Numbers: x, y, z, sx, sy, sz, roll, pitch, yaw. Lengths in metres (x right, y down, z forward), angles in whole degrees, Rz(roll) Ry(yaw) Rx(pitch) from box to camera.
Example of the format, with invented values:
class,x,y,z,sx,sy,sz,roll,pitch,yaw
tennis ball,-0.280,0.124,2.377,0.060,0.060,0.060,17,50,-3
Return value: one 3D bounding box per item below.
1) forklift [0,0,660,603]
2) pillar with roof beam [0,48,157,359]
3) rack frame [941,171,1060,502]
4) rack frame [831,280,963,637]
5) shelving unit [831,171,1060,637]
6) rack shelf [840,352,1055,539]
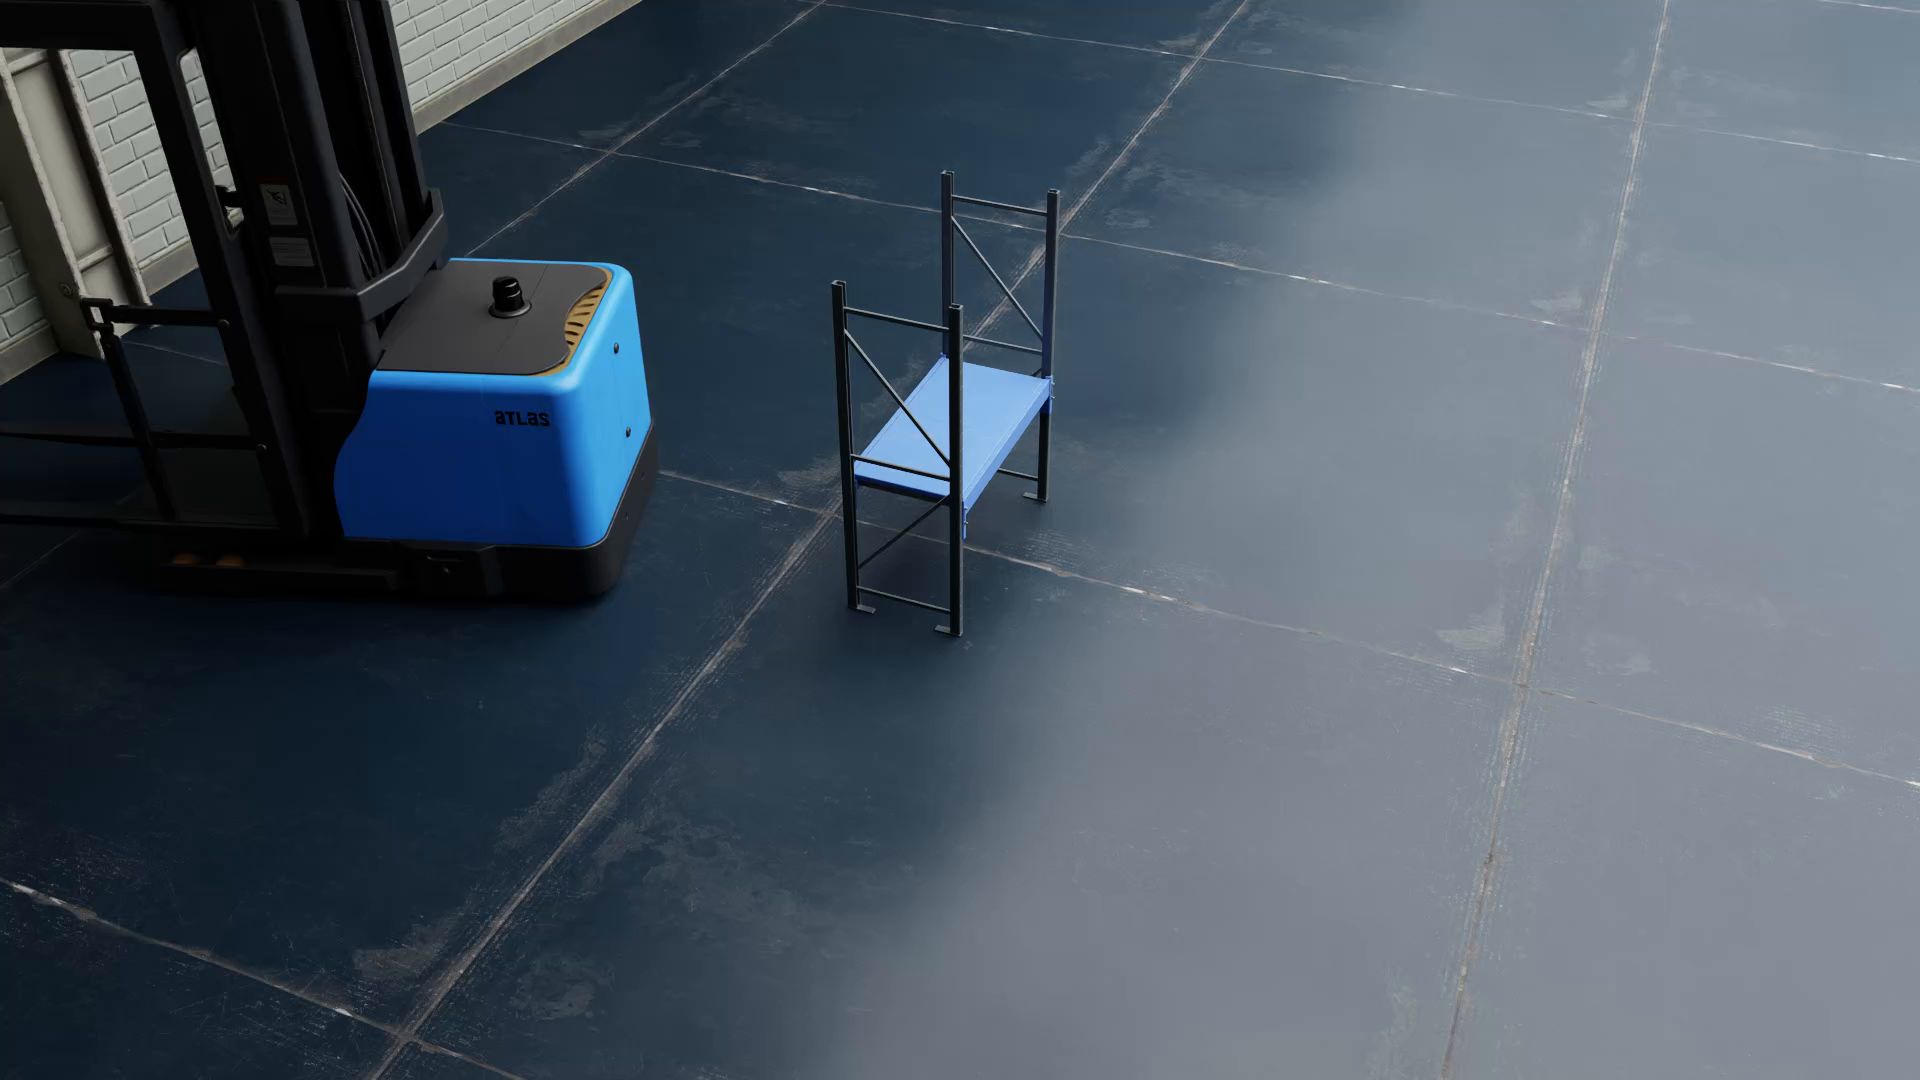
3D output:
class,x,y,z,sx,sy,sz,roll,pitch,yaw
forklift,-2.910,-1.261,6.489,3.031,2.935,1.130,2,37,3
pillar with roof beam,-0.464,-3.690,4.671,9.100,9.000,0.400,14,39,18
rack frame,0.161,-0.835,7.114,0.500,1.500,0.032,14,39,18
rack frame,-0.226,-0.272,6.361,0.500,1.500,0.032,14,39,18
shelving unit,-0.032,-0.554,6.738,0.538,1.500,1.048,14,39,18
rack shelf,-0.032,-0.409,6.845,0.538,0.185,1.000,14,39,18
